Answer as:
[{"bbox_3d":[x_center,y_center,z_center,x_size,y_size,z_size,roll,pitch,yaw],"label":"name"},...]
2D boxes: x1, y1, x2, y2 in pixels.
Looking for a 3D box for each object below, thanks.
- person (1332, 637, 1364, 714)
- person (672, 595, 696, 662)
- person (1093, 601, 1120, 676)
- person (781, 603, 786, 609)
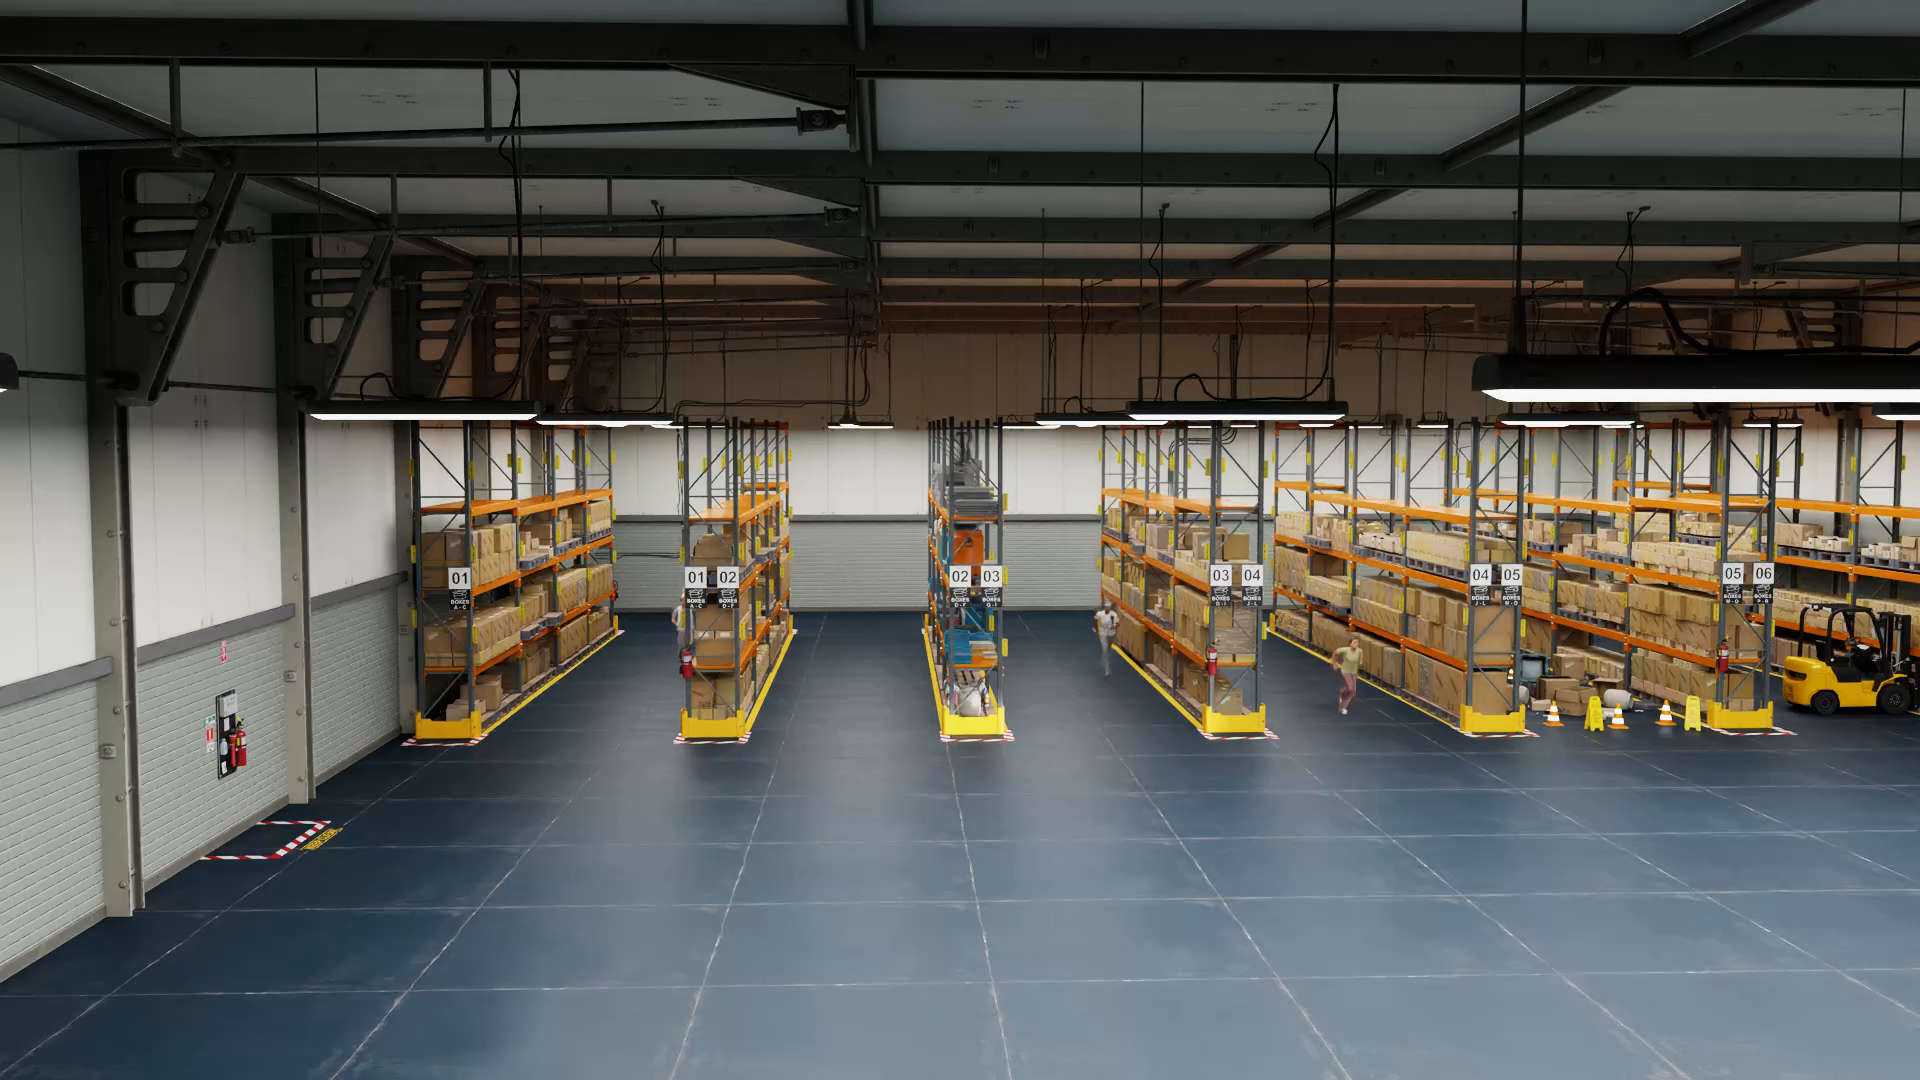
[{"bbox_3d":[7.896,2.735,33.672,0.568,1.594,0.672,-1,4,-18],"label":"person"},{"bbox_3d":[-6.631,2.215,40.199,0.667,1.786,0.956,0,4,-6],"label":"person"},{"bbox_3d":[3.391,2.230,38.504,0.579,1.697,1.013,-1,4,-8],"label":"person"},{"bbox_3d":[-5.317,1.746,48.322,0.812,1.689,0.602,0,4,5],"label":"person"}]
